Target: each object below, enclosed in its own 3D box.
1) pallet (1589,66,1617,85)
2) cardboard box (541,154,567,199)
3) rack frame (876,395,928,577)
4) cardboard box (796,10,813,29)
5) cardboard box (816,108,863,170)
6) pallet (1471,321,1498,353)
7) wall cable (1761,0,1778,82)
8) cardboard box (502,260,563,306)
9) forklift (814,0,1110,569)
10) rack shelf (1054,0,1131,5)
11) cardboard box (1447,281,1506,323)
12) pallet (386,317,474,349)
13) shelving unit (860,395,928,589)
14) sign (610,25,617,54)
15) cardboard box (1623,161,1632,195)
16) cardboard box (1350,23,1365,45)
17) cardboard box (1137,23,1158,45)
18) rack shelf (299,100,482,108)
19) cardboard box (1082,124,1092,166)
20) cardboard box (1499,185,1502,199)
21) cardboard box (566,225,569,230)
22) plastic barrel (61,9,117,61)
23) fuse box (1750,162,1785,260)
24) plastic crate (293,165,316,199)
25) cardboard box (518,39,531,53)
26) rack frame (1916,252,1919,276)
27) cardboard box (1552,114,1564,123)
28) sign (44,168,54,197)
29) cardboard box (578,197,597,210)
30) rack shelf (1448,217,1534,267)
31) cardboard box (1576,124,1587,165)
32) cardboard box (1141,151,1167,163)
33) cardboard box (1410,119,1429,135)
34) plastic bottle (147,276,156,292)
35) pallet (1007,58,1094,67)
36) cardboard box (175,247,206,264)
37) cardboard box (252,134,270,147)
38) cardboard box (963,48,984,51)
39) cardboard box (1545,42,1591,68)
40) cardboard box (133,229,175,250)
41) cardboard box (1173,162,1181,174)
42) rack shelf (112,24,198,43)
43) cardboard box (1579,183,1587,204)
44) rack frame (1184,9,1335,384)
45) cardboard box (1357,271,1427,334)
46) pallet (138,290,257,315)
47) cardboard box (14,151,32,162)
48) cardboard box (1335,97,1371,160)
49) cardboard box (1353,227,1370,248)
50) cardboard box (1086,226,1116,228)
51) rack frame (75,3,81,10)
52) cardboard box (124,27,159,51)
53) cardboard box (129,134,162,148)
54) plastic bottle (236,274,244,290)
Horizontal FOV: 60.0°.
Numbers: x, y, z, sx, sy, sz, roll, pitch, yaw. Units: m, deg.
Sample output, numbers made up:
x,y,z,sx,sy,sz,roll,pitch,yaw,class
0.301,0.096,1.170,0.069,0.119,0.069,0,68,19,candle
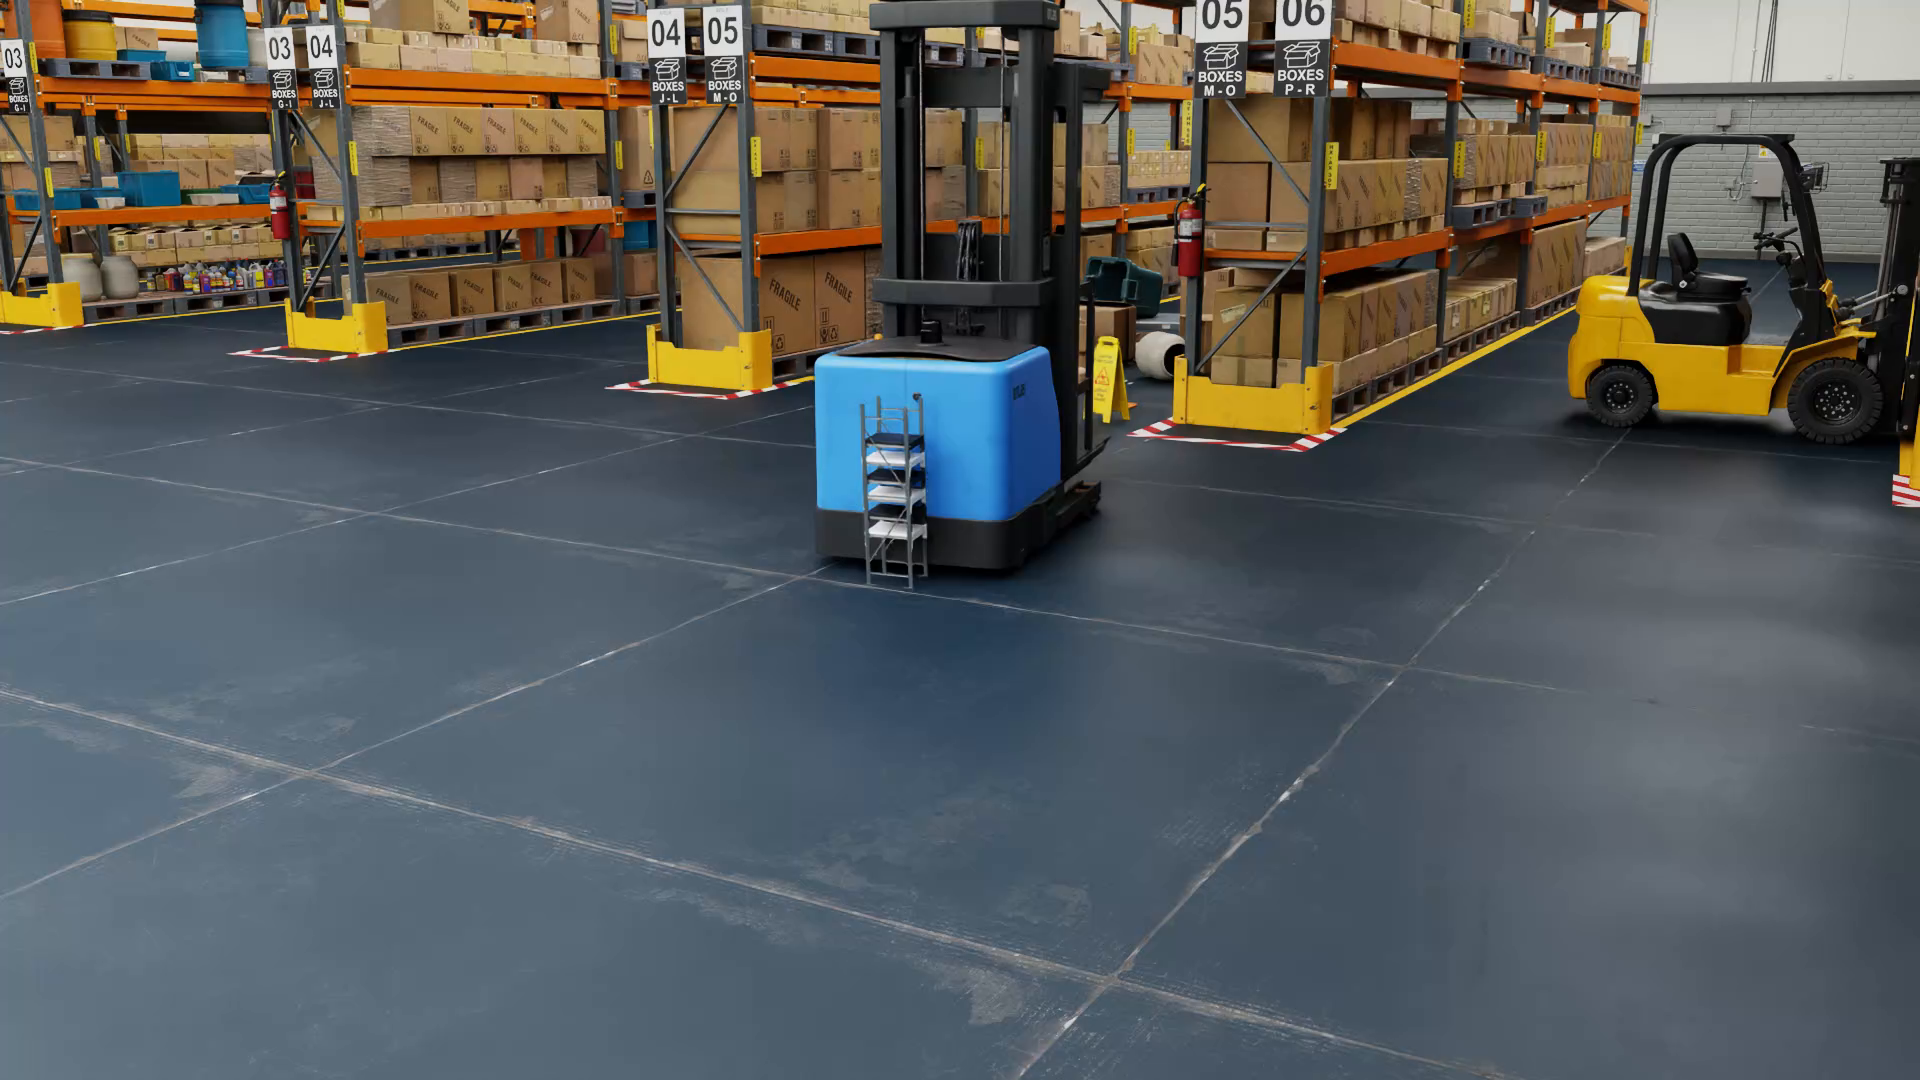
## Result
x,y,z,sx,sy,sz,roll,pitch,yaw,class
8.377,-6.355,22.784,1.003,0.211,1.213,7,15,28,pallet
-5.115,-4.264,19.474,0.875,0.500,0.500,7,15,28,cardboard box
-0.282,-0.259,8.137,0.240,0.900,0.006,5,18,19,rack frame
-1.521,-4.578,14.650,0.380,0.149,0.250,7,15,28,cardboard box
-1.423,-3.744,15.540,0.875,0.550,0.550,7,15,28,cardboard box
5.069,-2.188,17.658,1.003,0.211,1.213,7,15,28,pallet
15.486,-9.319,28.407,2.988,3.039,0.133,7,15,28,wall cable
-5.069,-3.048,19.714,0.500,0.500,0.500,-12,18,-41,cardboard box
0.197,-1.581,9.340,1.130,2.935,3.031,4,14,17,forklift
0.689,-6.455,18.996,1.077,0.370,4.000,7,15,28,rack shelf
5.407,-2.613,18.181,0.950,0.372,0.625,7,15,27,cardboard box
-6.044,-2.257,17.945,1.003,0.211,1.213,7,15,28,pallet
-0.316,-0.231,8.046,0.258,0.900,0.210,5,18,19,shelving unit
-4.092,-5.905,19.623,0.100,0.325,0.005,7,15,28,sign
9.904,-5.514,25.291,0.500,0.500,0.500,7,15,28,cardboard box
2.822,-3.793,12.504,0.380,0.149,0.250,8,16,30,cardboard box
2.342,-6.530,21.471,0.396,0.266,0.258,7,15,28,cardboard box
-10.340,-7.718,29.781,1.077,0.370,4.000,7,15,28,rack shelf
1.187,-4.833,20.333,0.700,0.500,0.500,7,15,27,cardboard box
5.406,-3.614,17.265,0.380,0.149,0.250,7,15,26,cardboard box
-7.972,-6.386,34.052,0.500,0.250,0.500,7,15,28,cardboard box
-10.400,-5.998,19.814,0.600,0.588,0.600,0,14,0,plastic barrel
14.380,-5.859,29.687,0.539,1.711,0.414,7,15,28,fuse box
-8.940,-4.981,23.159,0.402,0.464,0.583,7,15,28,plastic crate
-5.029,-5.525,18.620,0.380,0.149,0.250,8,16,30,cardboard box
14.253,-5.033,23.508,1.000,3.000,0.127,7,15,28,rack frame
8.065,-5.765,22.814,0.380,0.149,0.250,8,16,29,cardboard box
-10.360,-4.067,18.912,0.100,0.325,0.005,7,15,28,sign
-4.546,-4.005,19.783,0.380,0.149,0.250,7,15,28,cardboard box
5.072,-3.193,17.412,1.077,0.370,4.000,7,15,28,rack shelf
7.732,-5.081,21.363,0.500,0.500,0.500,8,16,29,cardboard box
2.557,-5.152,22.376,0.380,0.149,0.250,8,16,31,cardboard box
4.452,-4.108,16.546,0.380,0.149,0.250,7,15,26,cardboard box
-10.336,-3.276,21.252,0.097,0.201,0.097,0,14,0,plastic bottle
0.854,-5.492,19.415,1.003,0.211,1.213,8,16,31,pallet
-12.332,-4.512,26.318,0.500,0.250,0.500,7,15,26,cardboard box
-13.969,-7.919,32.990,0.500,0.250,0.500,8,16,29,cardboard box
-0.076,-5.474,18.148,0.500,0.250,0.500,8,15,29,cardboard box
7.730,-6.188,21.195,0.500,0.311,0.500,7,15,28,cardboard box
-12.576,-4.677,25.807,0.500,0.311,0.500,7,15,27,cardboard box
2.814,-5.116,22.861,0.380,0.149,0.250,8,16,30,cardboard box
-14.678,-9.542,31.801,1.077,0.370,4.000,7,15,28,rack shelf
7.976,-4.580,21.951,0.500,0.250,0.500,7,15,27,cardboard box
2.171,-2.312,12.222,1.000,3.000,0.127,7,15,28,rack frame
3.809,-2.108,14.748,0.500,0.500,0.500,8,16,29,cardboard box
-9.856,-3.076,21.344,1.003,0.211,1.213,7,15,28,pallet
-13.556,-5.504,23.865,0.380,0.149,0.250,7,15,28,cardboard box
2.997,-3.426,13.864,0.700,0.500,0.500,7,15,28,cardboard box
2.988,-2.381,13.047,0.380,0.149,0.250,8,16,29,cardboard box
1.992,-4.121,22.566,0.500,0.250,0.500,8,16,29,cardboard box
-13.240,-8.295,24.239,1.000,3.000,0.127,7,15,28,rack frame
-12.653,-7.574,25.473,0.500,0.500,0.500,9,16,33,cardboard box
-15.186,-7.397,30.824,0.500,0.250,0.500,8,16,29,cardboard box
-9.329,-3.339,21.516,0.097,0.201,0.097,0,14,0,plastic bottle
